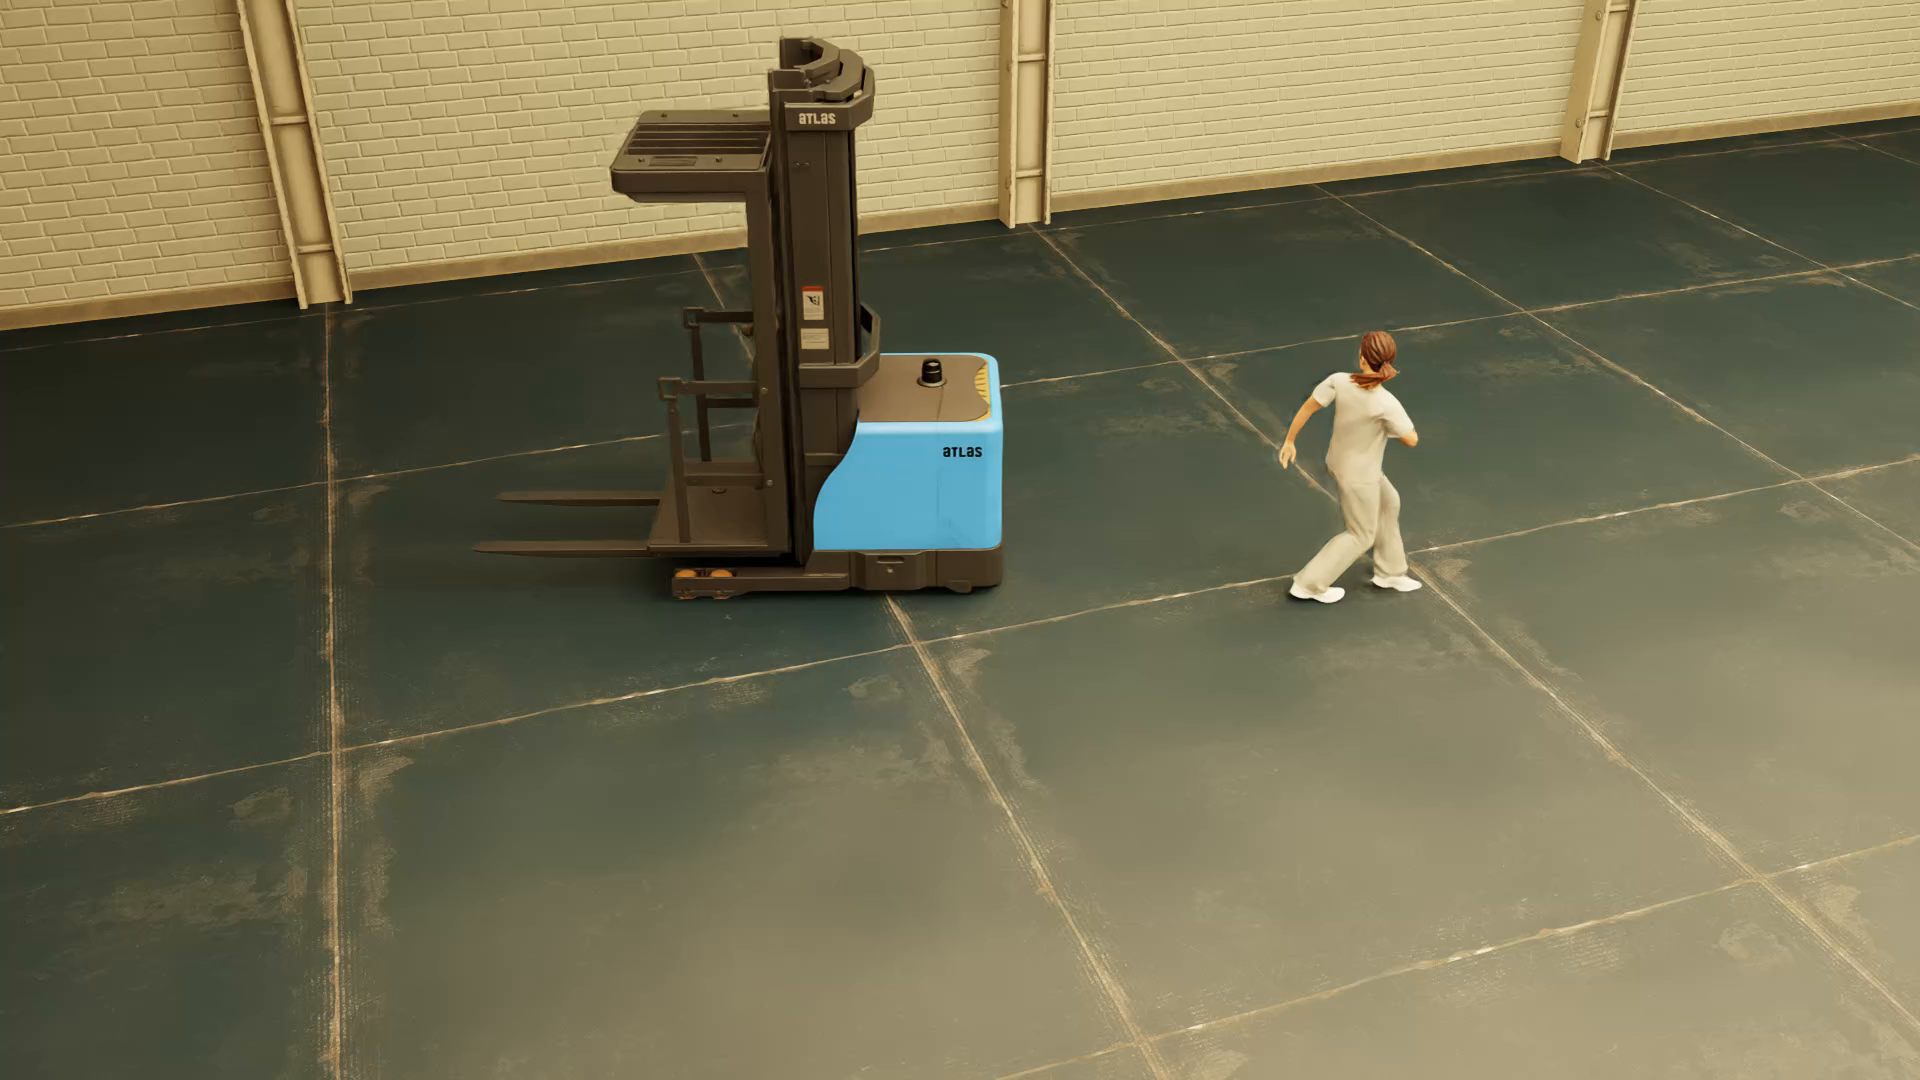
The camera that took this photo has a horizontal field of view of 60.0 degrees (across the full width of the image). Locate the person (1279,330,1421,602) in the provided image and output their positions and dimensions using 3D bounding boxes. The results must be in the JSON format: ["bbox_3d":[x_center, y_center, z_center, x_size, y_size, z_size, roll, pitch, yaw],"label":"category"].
[{"bbox_3d":[2.223,-0.387,9.119,0.875,1.630,0.475,-7,31,-13],"label":"person"}]

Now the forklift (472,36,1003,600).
[{"bbox_3d":[-1.275,-1.198,9.168,3.031,2.935,1.130,0,30,-1],"label":"forklift"}]
